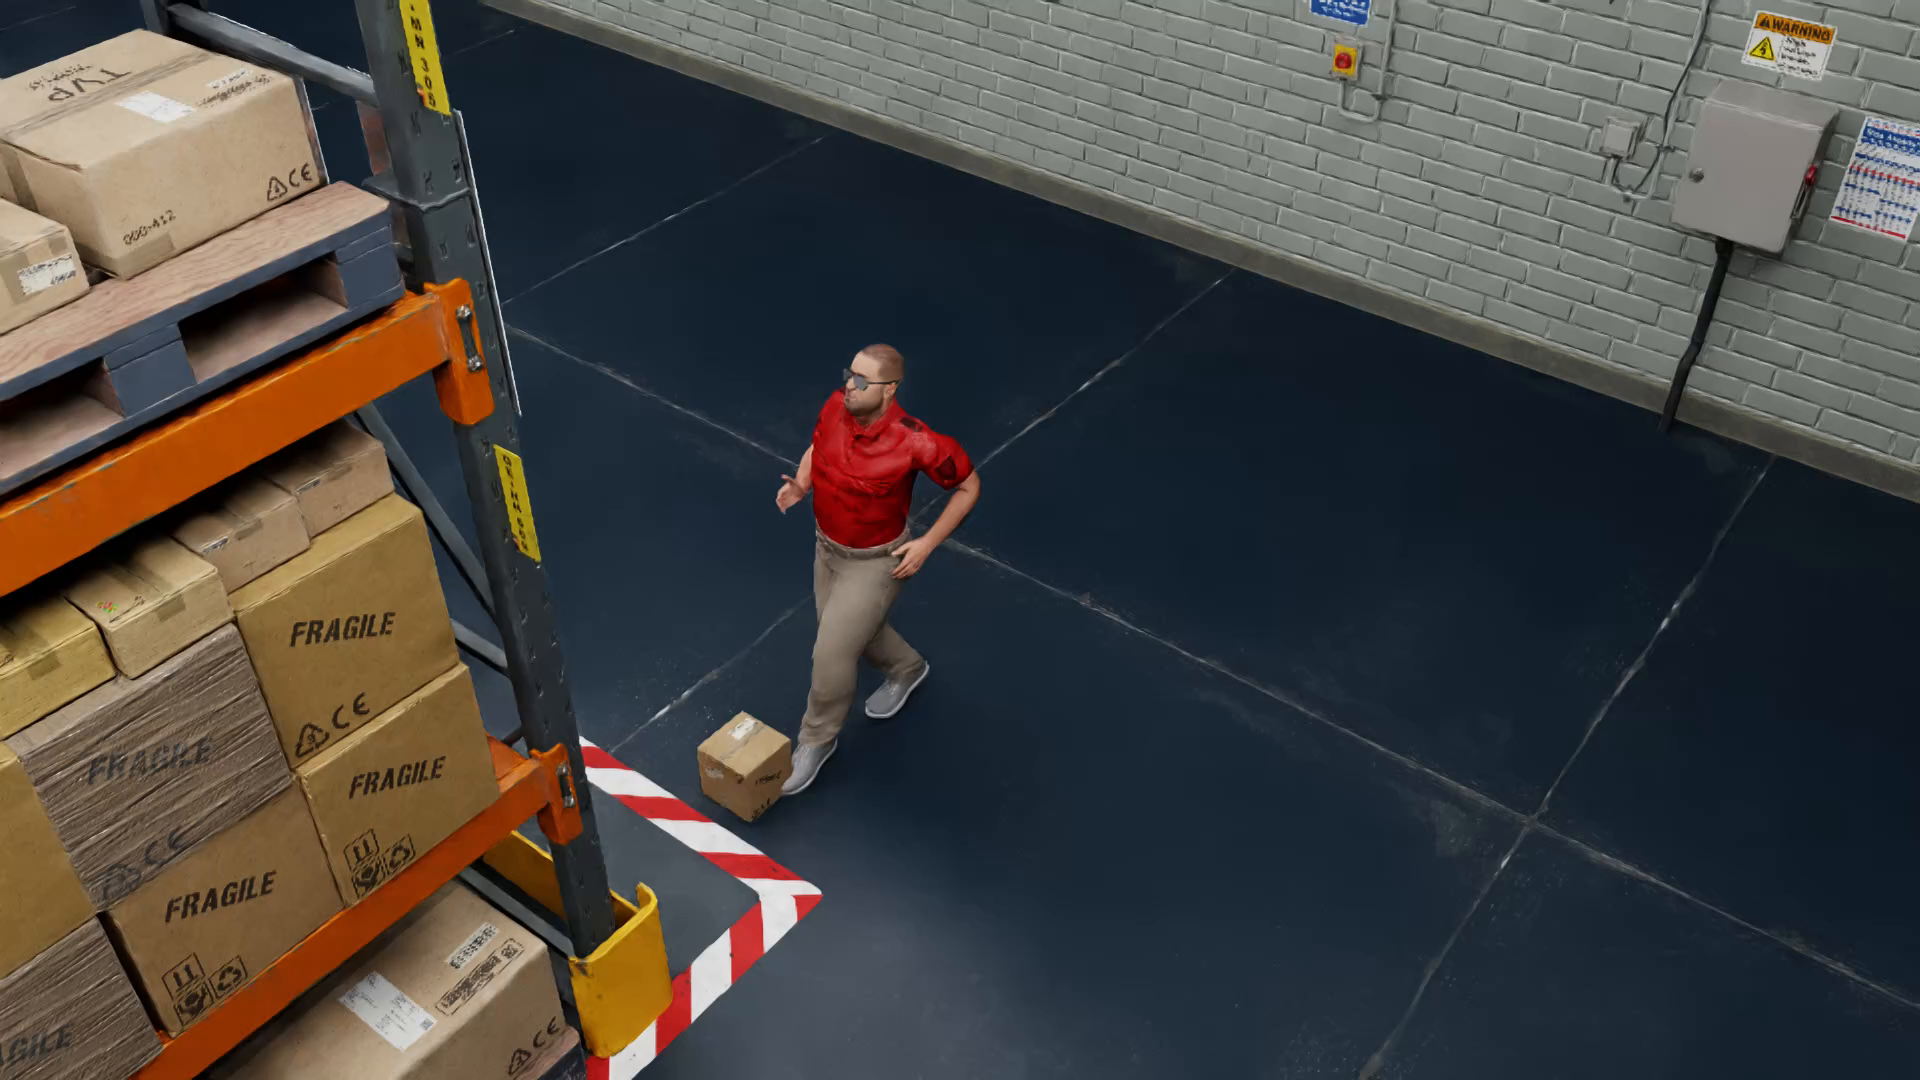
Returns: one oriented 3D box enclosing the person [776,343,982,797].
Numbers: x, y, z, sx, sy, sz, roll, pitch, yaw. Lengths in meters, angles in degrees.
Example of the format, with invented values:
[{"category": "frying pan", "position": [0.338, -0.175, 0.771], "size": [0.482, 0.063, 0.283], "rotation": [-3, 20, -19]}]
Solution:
[{"category": "person", "position": [-0.441, 0.080, 6.087], "size": [0.844, 1.704, 0.603], "rotation": [-22, 44, -26]}]
